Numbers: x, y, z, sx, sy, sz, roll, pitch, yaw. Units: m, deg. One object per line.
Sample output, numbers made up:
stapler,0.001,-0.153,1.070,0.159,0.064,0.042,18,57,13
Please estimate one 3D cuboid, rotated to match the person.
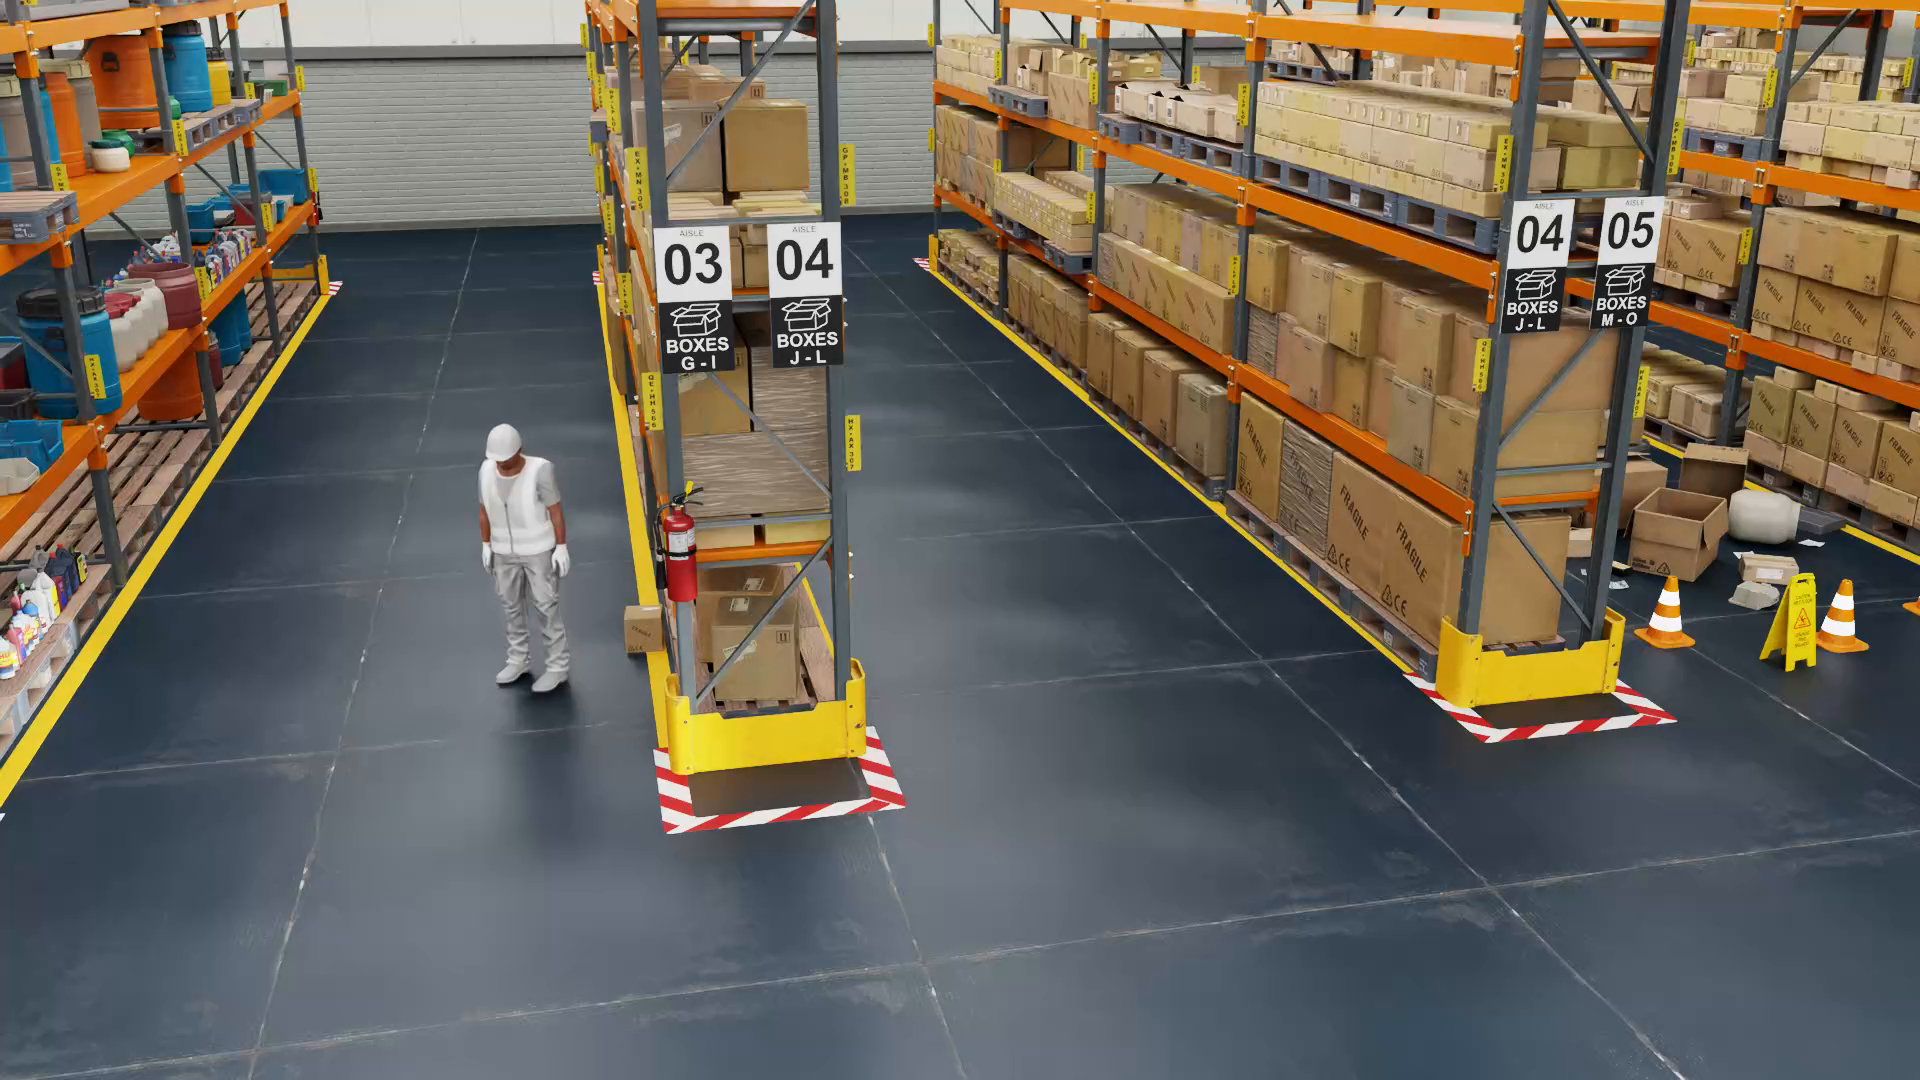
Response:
person,-2.835,0.092,10.728,0.605,1.771,0.446,4,20,12
